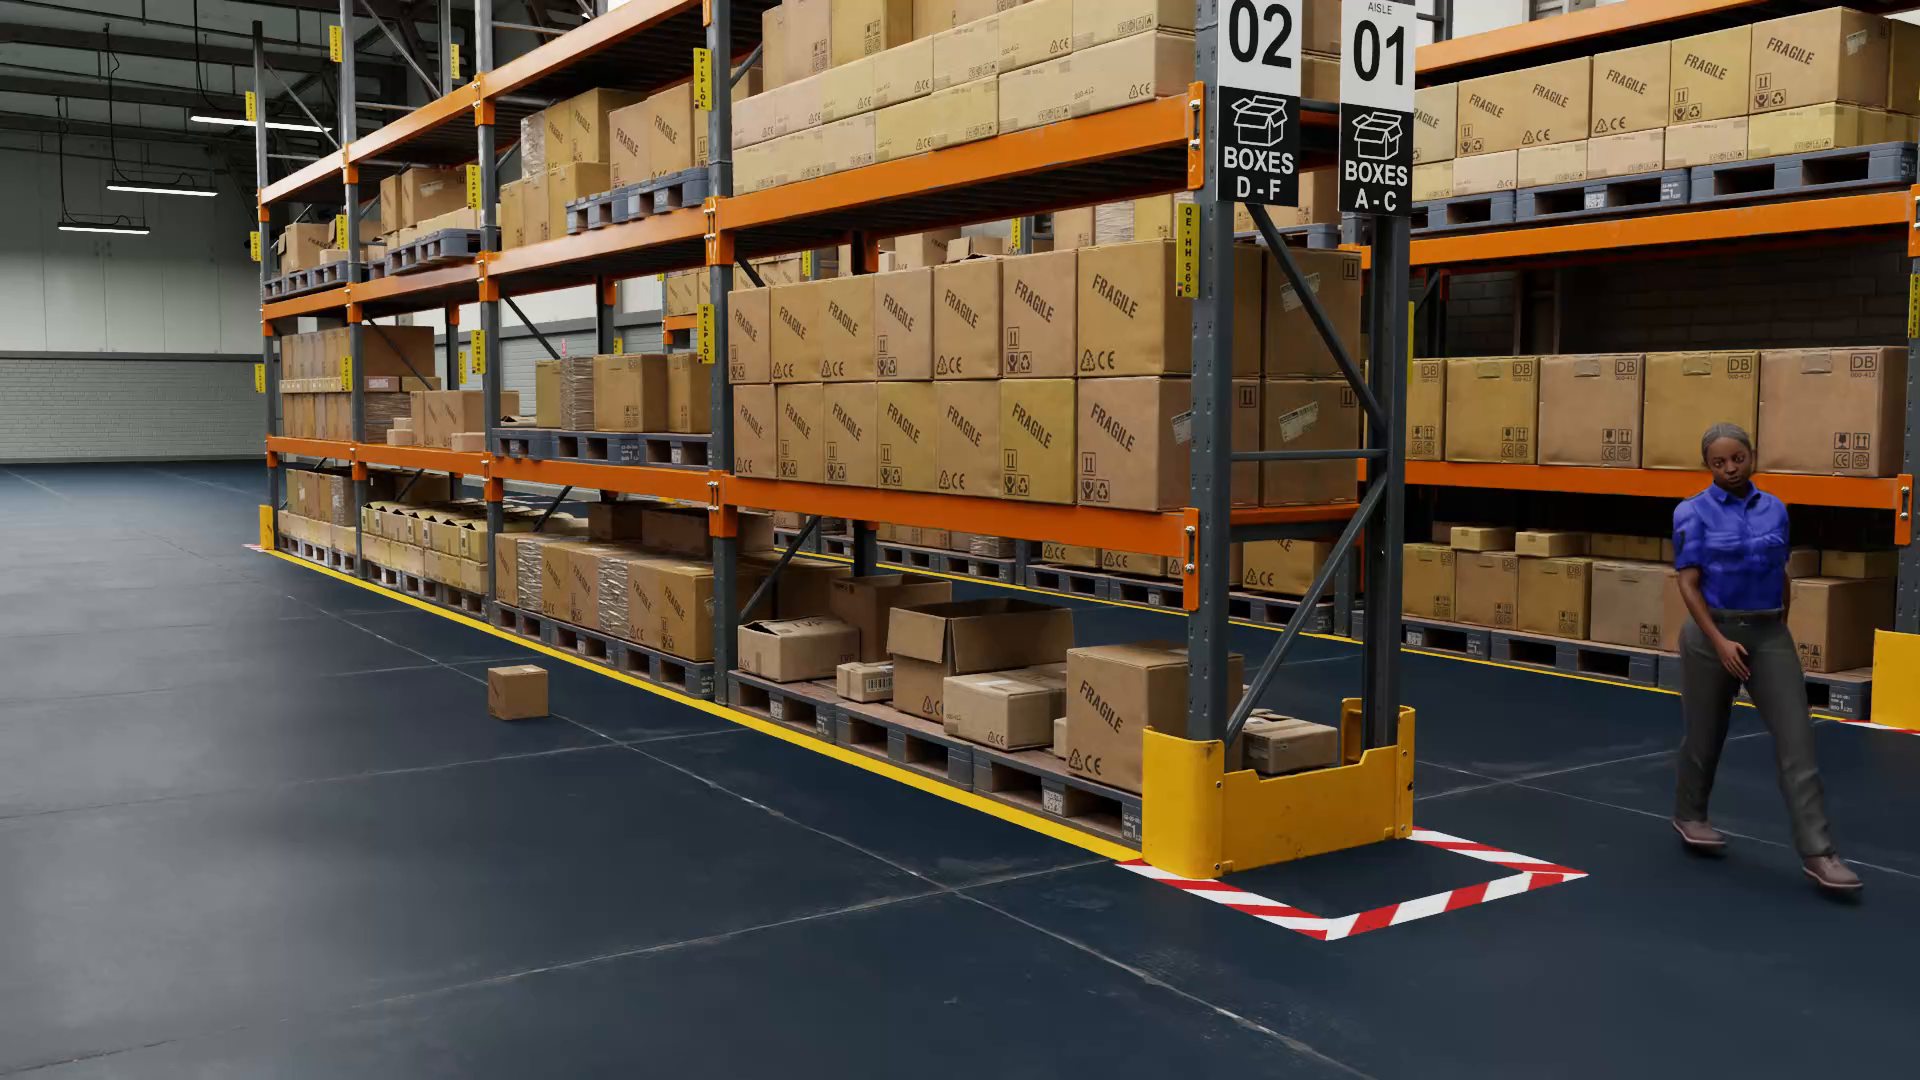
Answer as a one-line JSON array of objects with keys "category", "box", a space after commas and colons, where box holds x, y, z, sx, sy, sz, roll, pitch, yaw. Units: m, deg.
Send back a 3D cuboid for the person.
[{"category": "person", "box": [2.841, 0.352, 6.064, 0.494, 1.525, 0.720, 0, 5, 2]}]
